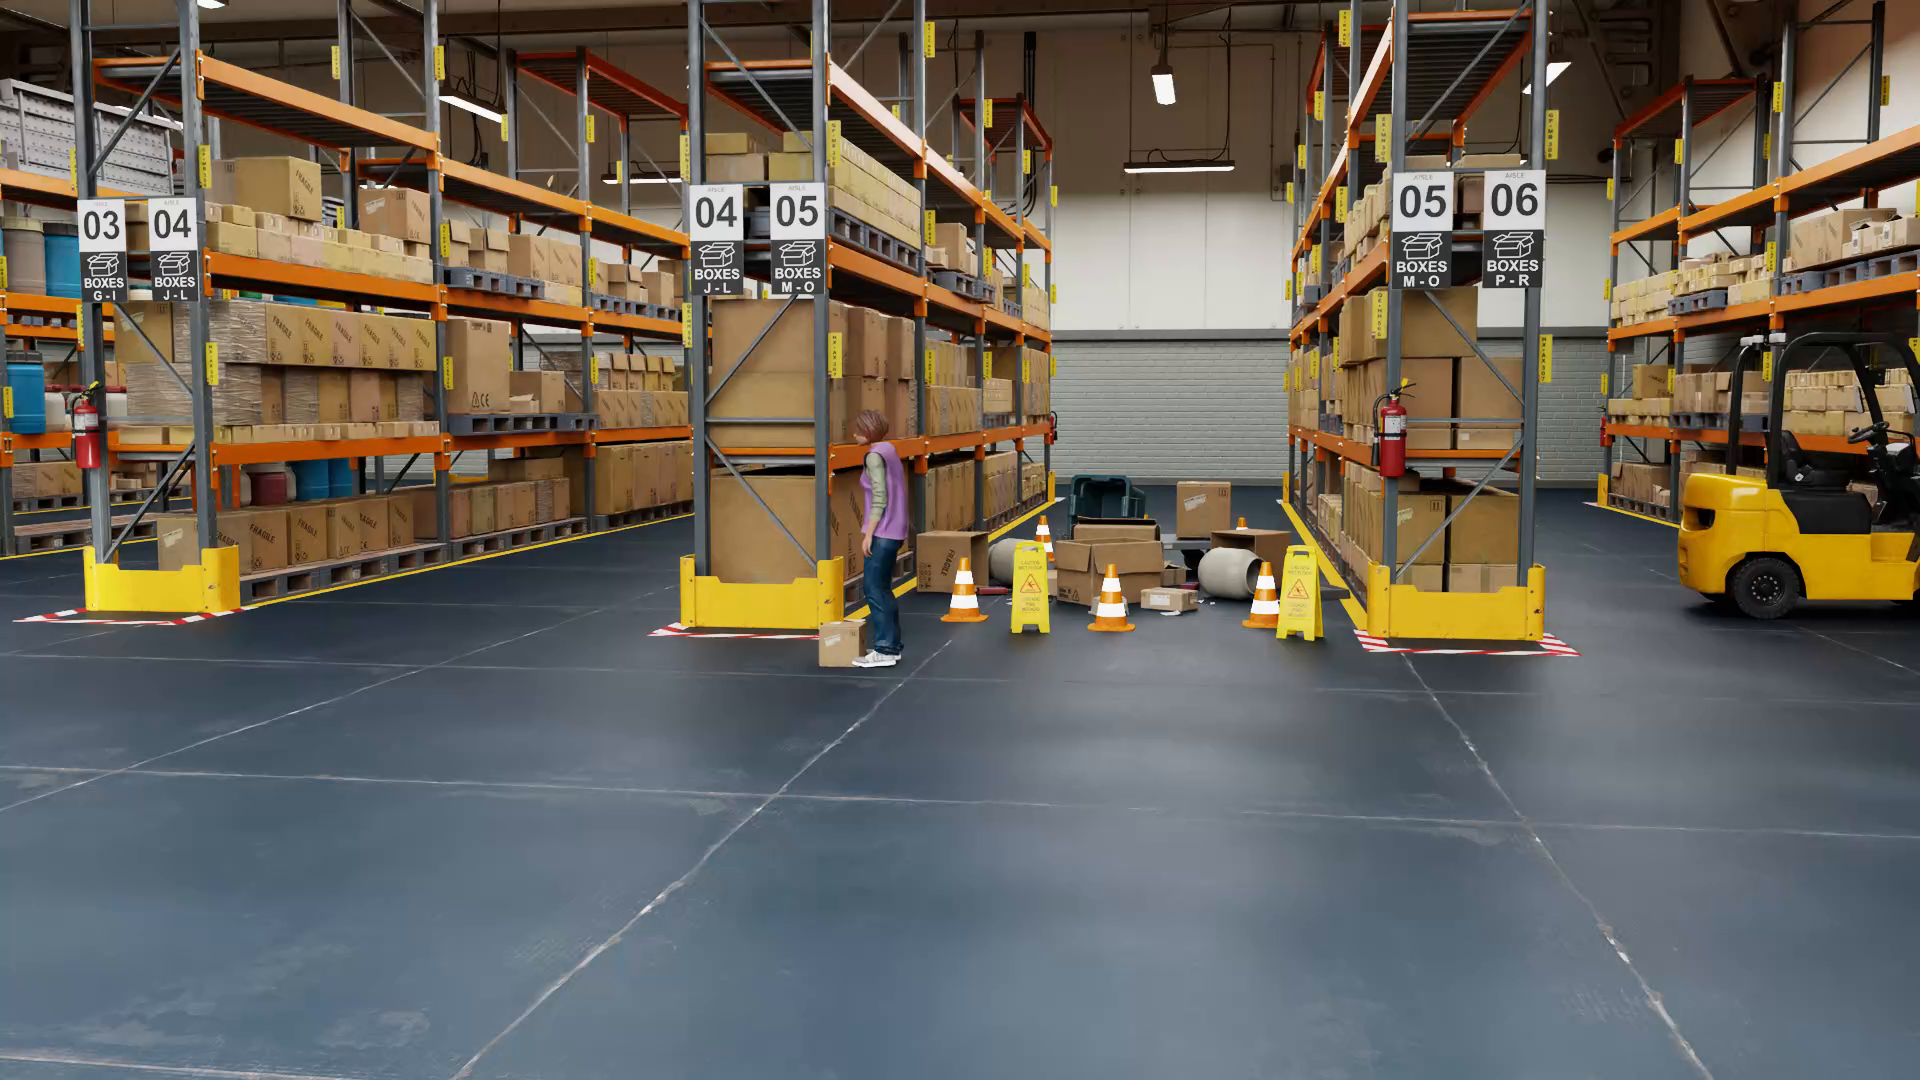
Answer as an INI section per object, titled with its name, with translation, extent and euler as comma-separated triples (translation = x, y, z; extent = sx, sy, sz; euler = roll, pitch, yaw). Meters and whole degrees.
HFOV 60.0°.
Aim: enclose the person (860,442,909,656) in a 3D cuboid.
[person]
translation = -0.465, 0.052, 10.327
extent = 0.289, 1.327, 0.459
euler = 1, 5, 9
